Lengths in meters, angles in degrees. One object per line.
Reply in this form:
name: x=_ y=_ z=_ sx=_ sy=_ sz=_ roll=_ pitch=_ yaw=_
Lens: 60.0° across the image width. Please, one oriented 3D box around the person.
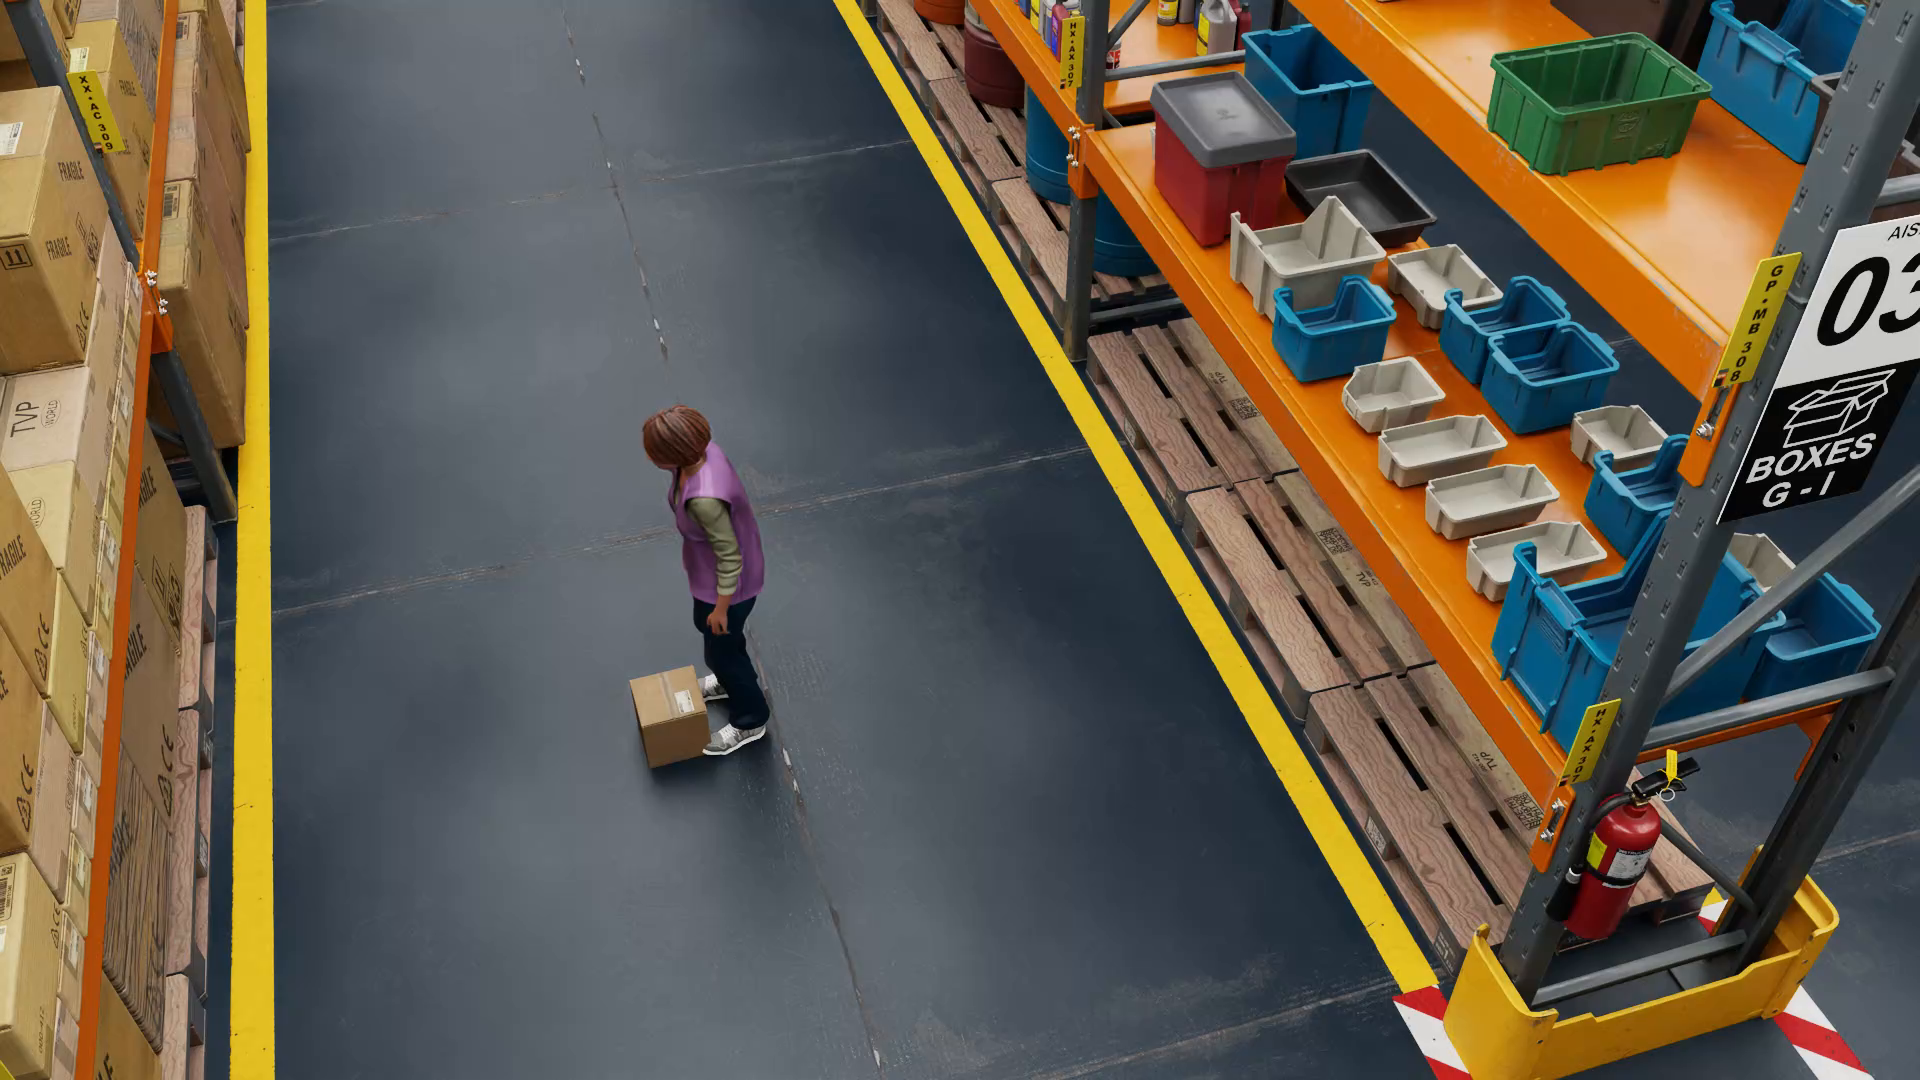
person: x=-0.889 y=0.135 z=6.023 sx=0.350 sy=1.593 sz=0.469 roll=-13 pitch=44 yaw=-13
